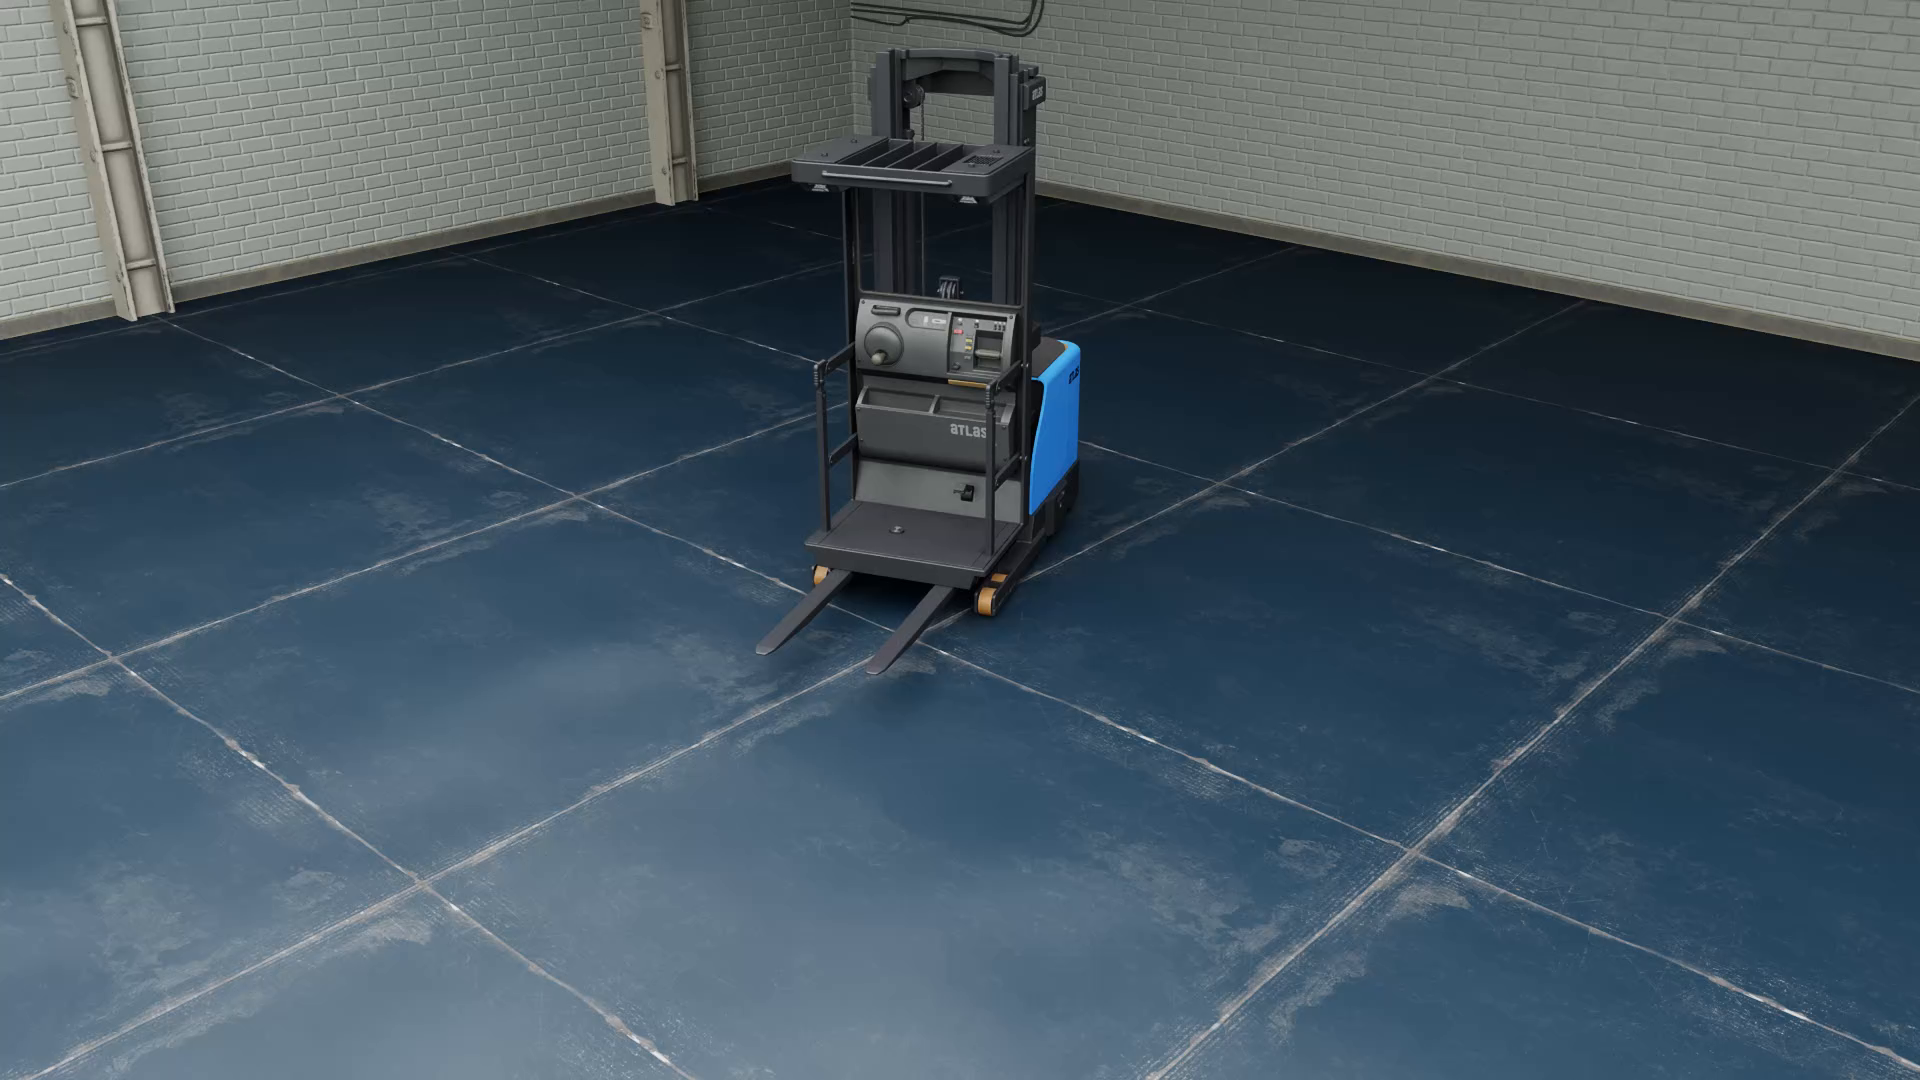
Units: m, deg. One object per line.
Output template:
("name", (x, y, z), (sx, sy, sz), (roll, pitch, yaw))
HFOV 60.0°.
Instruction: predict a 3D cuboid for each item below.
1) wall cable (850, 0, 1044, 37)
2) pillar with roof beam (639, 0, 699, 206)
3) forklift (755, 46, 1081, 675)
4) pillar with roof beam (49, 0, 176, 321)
("wall cable", (-0.255, -7.063, 18.798), (3.097, 2.526, 0.112), (20, 31, 38))
("pillar with roof beam", (0.000, -6.768, 14.345), (9.100, 9.000, 0.400), (20, 31, 38))
("forklift", (-0.211, -1.098, 9.116), (1.130, 2.935, 3.031), (8, 25, 18))
("pillar with roof beam", (-4.004, -4.940, 10.268), (9.100, 9.000, 0.400), (20, 31, 38))
